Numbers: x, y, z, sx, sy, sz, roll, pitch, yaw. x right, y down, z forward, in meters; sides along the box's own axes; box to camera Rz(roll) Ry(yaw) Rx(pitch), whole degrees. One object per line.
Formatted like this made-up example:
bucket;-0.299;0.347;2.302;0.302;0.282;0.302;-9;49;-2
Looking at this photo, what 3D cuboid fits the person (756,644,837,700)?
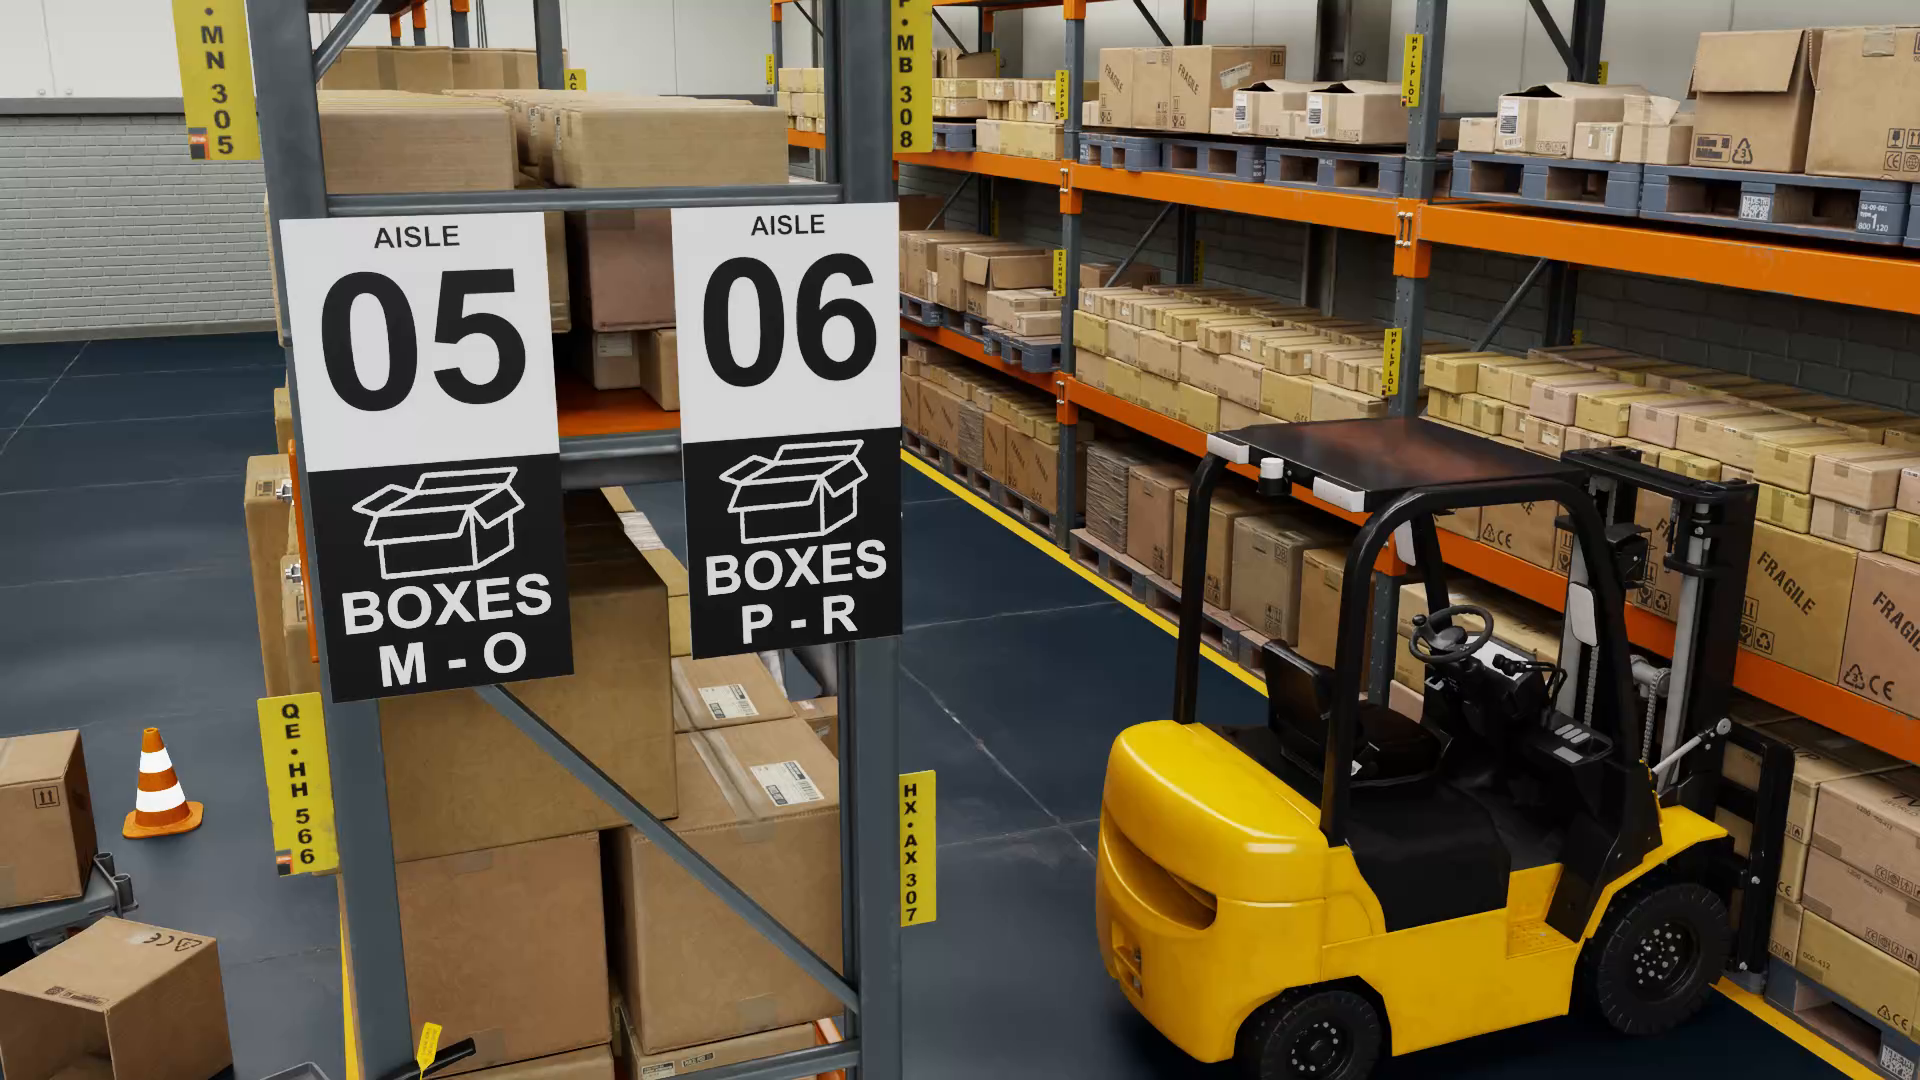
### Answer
person;-0.786;0.537;8.365;0.532;1.267;0.761;-6;17;-20
